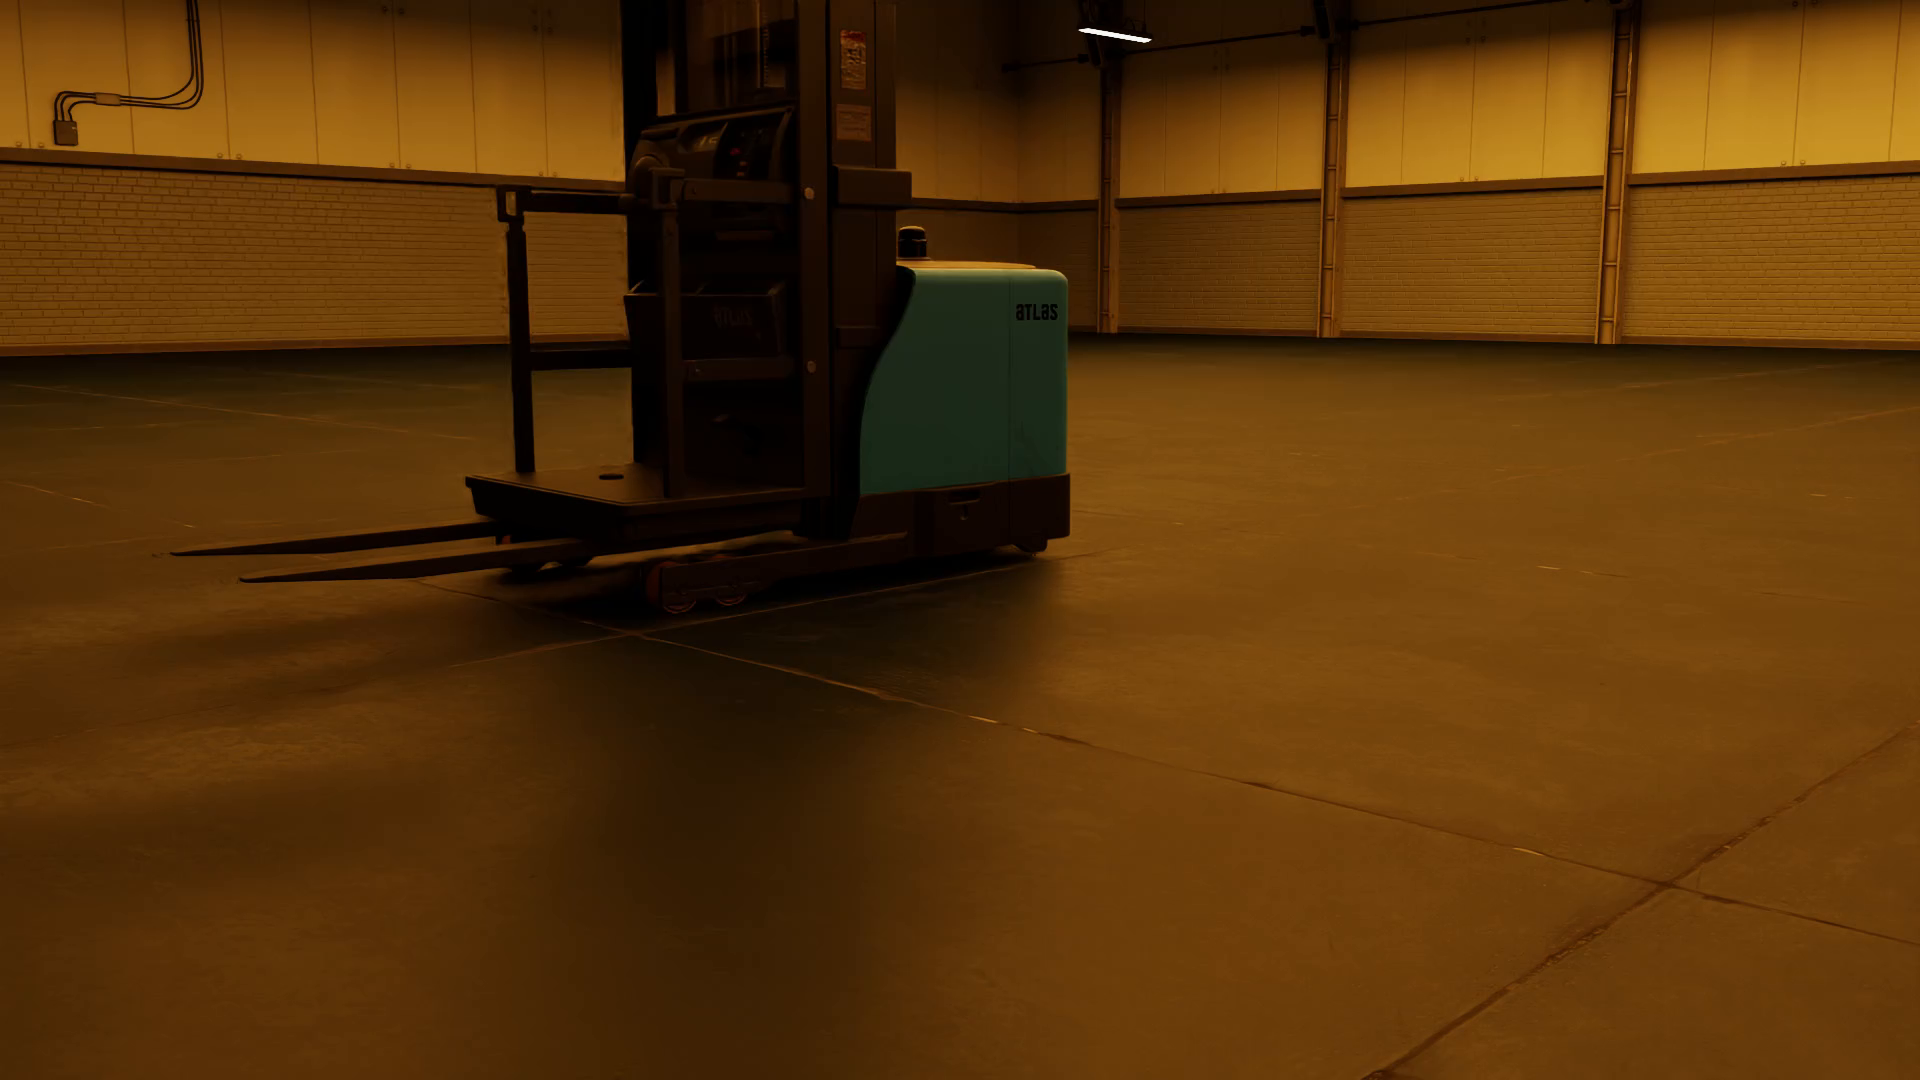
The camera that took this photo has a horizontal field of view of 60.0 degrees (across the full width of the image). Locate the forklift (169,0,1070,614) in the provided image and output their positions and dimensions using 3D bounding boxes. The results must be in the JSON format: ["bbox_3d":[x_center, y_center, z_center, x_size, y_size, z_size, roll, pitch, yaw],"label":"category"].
[{"bbox_3d":[-1.017,-1.306,5.545,3.031,2.935,1.130,-8,11,-41],"label":"forklift"}]
